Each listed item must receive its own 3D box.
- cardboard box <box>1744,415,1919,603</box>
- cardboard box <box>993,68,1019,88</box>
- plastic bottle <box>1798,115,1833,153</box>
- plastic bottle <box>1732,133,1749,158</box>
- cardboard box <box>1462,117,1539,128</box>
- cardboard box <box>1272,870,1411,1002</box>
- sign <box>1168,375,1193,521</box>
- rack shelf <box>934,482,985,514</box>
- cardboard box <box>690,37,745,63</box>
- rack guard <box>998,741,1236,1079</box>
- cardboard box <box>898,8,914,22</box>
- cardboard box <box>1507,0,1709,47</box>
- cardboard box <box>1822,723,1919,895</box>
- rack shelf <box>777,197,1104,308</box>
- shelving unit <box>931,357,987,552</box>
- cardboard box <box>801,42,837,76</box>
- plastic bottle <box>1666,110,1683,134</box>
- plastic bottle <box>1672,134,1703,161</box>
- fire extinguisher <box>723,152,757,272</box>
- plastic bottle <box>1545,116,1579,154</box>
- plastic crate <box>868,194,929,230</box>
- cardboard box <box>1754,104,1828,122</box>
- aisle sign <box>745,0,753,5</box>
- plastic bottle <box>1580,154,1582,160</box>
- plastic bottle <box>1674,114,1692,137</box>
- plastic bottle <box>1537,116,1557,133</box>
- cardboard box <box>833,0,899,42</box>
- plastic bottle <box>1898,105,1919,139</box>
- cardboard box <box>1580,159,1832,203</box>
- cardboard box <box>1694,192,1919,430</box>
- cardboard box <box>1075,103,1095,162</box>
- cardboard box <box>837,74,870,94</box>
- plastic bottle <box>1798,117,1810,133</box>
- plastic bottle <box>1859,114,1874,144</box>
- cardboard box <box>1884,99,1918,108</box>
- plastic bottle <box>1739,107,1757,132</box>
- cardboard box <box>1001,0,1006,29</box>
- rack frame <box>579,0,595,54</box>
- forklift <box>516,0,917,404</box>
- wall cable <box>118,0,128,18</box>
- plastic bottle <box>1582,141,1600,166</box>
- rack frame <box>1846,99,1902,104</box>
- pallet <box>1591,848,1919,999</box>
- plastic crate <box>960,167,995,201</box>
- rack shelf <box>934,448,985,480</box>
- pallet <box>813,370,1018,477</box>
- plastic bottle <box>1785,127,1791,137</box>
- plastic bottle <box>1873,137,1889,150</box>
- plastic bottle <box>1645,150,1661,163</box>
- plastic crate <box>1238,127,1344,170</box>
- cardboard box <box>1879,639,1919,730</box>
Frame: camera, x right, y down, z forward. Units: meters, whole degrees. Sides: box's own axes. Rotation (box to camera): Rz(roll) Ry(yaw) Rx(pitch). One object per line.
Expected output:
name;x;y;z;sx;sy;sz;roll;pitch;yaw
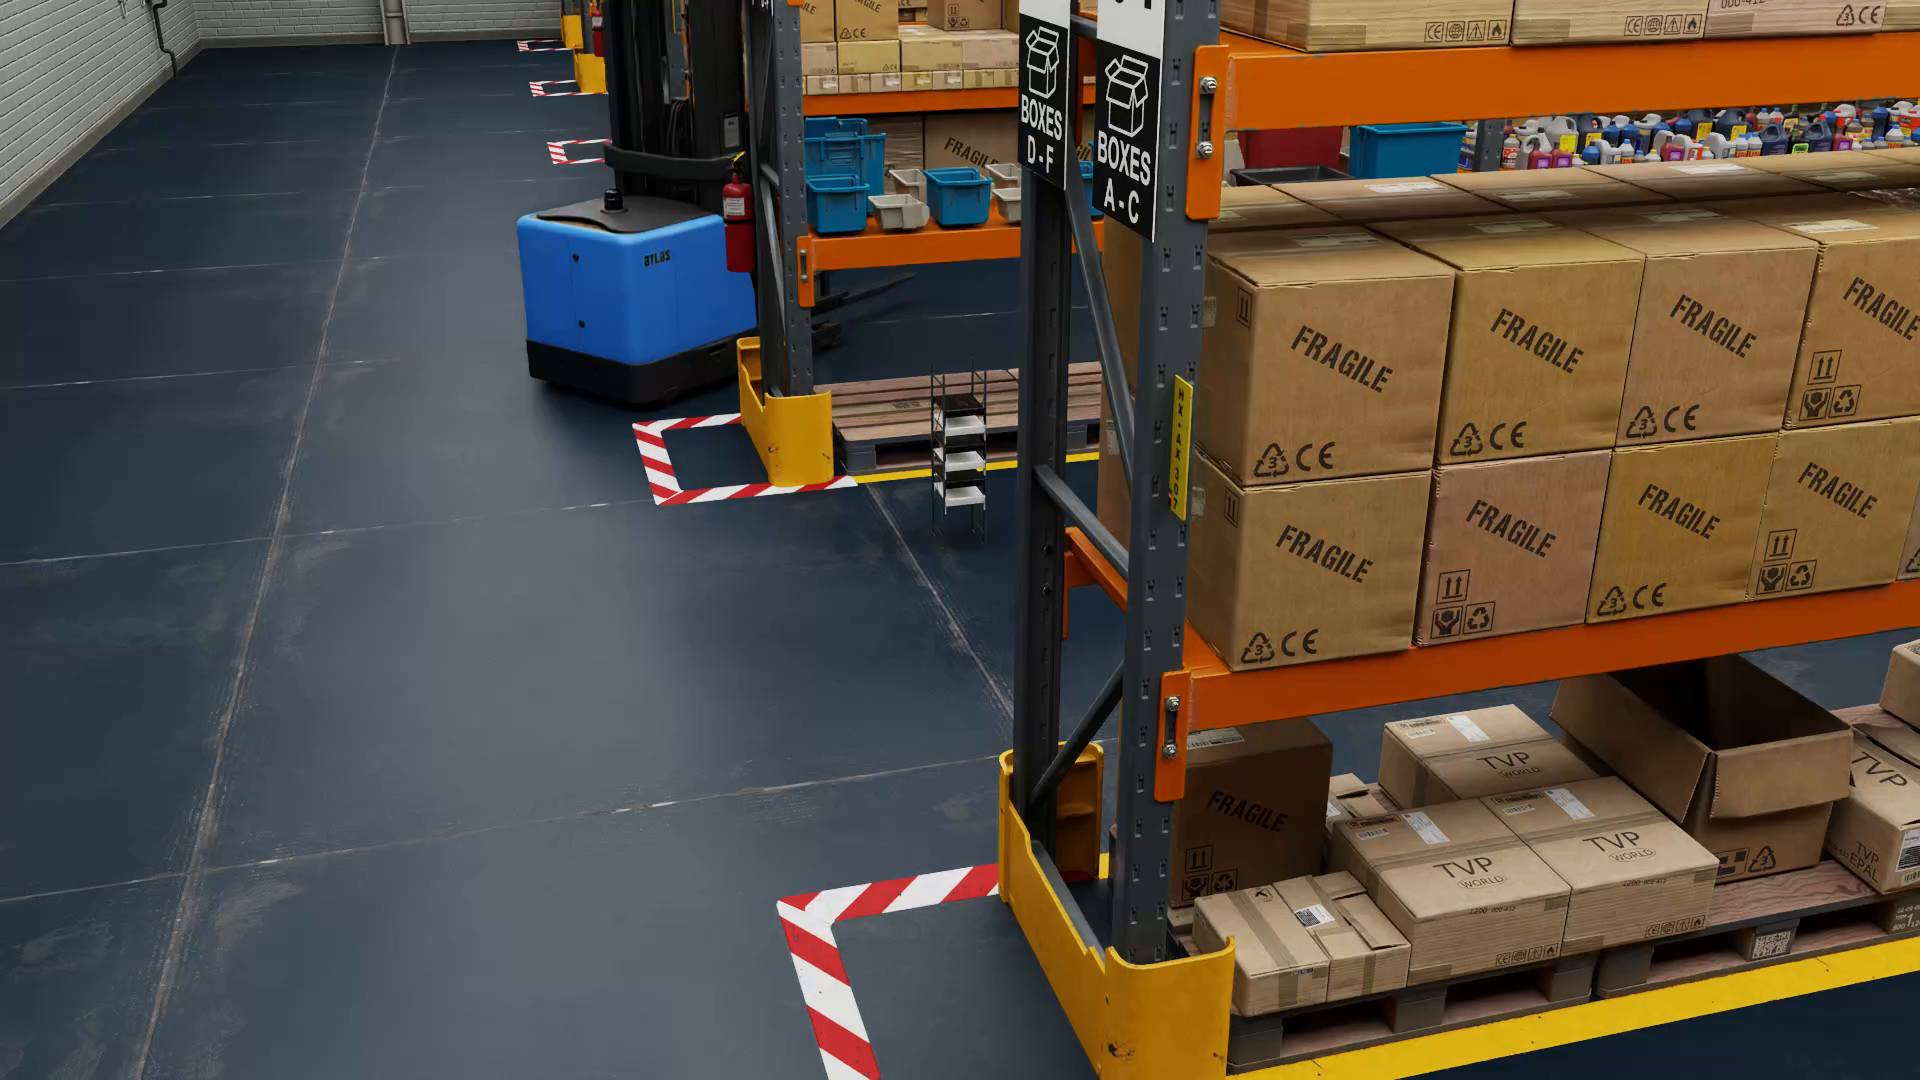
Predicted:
cardboard box;2.321;-0.176;4.728;0.500;0.500;0.500;-6;24;-14
cardboard box;0.344;-3.826;13.681;0.250;0.149;0.380;-6;24;-13
plastic bottle;5.190;-2.403;10.109;0.185;0.351;0.144;-6;24;-14
plastic bottle;4.660;-2.298;9.966;0.097;0.271;0.097;0;23;0
cardboard box;4.721;-3.785;15.429;0.875;0.875;1.225;-7;24;-17
cardboard box;1.098;1.139;4.828;0.250;0.166;0.380;-6;24;-14
sign;0.508;-0.212;3.843;0.005;0.325;0.100;-6;24;-14
rack shelf;-0.008;-0.217;8.155;0.200;0.077;0.258;-6;24;-14
cardboard box;-1.916;-4.002;13.586;0.500;0.250;0.500;-7;24;-15
rack guard;0.434;1.120;5.006;0.348;0.500;1.175;-6;24;-14
cardboard box;-0.673;-5.791;18.261;0.250;0.149;0.380;-7;24;-16
cardboard box;1.409;-1.337;3.947;0.500;0.250;0.500;-6;24;-14
cardboard box;3.018;0.835;5.352;0.500;0.311;0.500;-6;24;-14
rack shelf;0.952;-1.784;9.516;4.000;0.370;1.077;-6;24;-14
shelving unit;-0.008;-0.413;8.071;0.210;0.900;0.258;-6;24;-14
cardboard box;-1.278;-3.856;13.246;0.500;0.250;0.500;-7;24;-15
plastic bottle;4.571;-2.612;10.682;0.133;0.283;0.061;-6;24;-14
plastic bottle;4.318;-2.274;9.903;0.135;0.276;0.152;-6;24;-14
fire extinguisher;-1.241;-1.851;9.331;0.183;0.674;0.296;-6;24;-14
plastic bottle;3.713;-2.472;10.270;0.185;0.351;0.144;-6;24;-14
plastic crate;-0.316;-1.712;8.694;0.298;0.136;0.250;-6;24;-14
cardboard box;8.181;-4.013;16.410;0.500;0.500;0.700;-6;24;-15
aisle sign;-1.122;-3.200;8.606;0.004;0.787;0.394;-6;24;-14
plastic bottle;3.727;-2.225;9.884;0.097;0.201;0.097;0;23;0
plastic bottle;4.609;-2.579;10.619;0.097;0.271;0.097;0;23;0
plastic bottle;3.674;-2.527;10.398;0.185;0.351;0.144;-6;24;-14
cardboard box;-0.798;-4.254;13.221;0.500;0.500;0.500;-7;24;-16
plastic bottle;6.266;-2.716;10.932;0.135;0.276;0.152;-6;24;-14
cardboard box;2.194;-0.844;5.017;0.500;0.500;0.500;-6;24;-13
cardboard box;2.333;-0.638;4.537;0.500;0.500;0.500;-7;24;-15
cardboard box;0.883;-3.385;14.496;0.875;0.875;0.875;-6;24;-14
cardboard box;-0.892;-3.689;13.363;0.250;0.149;0.380;-7;24;-15
plastic bottle;5.532;-2.674;10.929;0.097;0.201;0.097;0;23;0
plastic bottle;6.012;-2.727;11.053;0.097;0.201;0.097;0;23;0
cardboard box;9.639;-4.132;16.713;0.500;0.500;0.500;-7;24;-16
plastic bottle;5.100;-2.671;10.819;0.133;0.283;0.061;-6;24;-14
cardboard box;0.534;-4.617;14.068;0.500;0.500;0.500;-6;24;-14
rack frame;-4.988;-7.544;22.029;0.127;3.000;1.000;-6;24;-14
forklift;-1.459;-2.690;10.803;1.130;2.935;3.031;16;28;32
wall cable;-10.411;-7.416;20.402;0.123;1.953;0.585;-6;24;-14
plastic bottle;3.675;-2.189;9.712;0.097;0.271;0.097;0;23;0
rack frame;9.243;-5.060;16.239;0.127;3.000;1.000;-6;24;-14
pallet;2.374;1.039;5.561;1.213;0.211;1.003;-6;24;-14
plastic crate;0.046;-1.989;9.340;0.243;0.136;0.396;-6;24;-14
rack shelf;-0.008;-0.382;8.084;0.200;0.077;0.258;-6;24;-14
pallet;-0.169;-0.693;9.598;1.213;0.211;1.003;-6;24;-14
plastic bottle;5.032;-2.362;10.100;0.133;0.283;0.061;-6;24;-14
plastic bottle;5.648;-2.376;10.234;0.097;0.201;0.097;0;23;0
plastic bottle;4.085;-2.203;9.831;0.097;0.201;0.097;0;23;0
plastic crate;1.950;-2.385;9.846;0.583;0.464;0.402;-6;24;-14
cardboard box;3.750;0.549;6.018;0.500;0.311;0.500;-6;24;-14
